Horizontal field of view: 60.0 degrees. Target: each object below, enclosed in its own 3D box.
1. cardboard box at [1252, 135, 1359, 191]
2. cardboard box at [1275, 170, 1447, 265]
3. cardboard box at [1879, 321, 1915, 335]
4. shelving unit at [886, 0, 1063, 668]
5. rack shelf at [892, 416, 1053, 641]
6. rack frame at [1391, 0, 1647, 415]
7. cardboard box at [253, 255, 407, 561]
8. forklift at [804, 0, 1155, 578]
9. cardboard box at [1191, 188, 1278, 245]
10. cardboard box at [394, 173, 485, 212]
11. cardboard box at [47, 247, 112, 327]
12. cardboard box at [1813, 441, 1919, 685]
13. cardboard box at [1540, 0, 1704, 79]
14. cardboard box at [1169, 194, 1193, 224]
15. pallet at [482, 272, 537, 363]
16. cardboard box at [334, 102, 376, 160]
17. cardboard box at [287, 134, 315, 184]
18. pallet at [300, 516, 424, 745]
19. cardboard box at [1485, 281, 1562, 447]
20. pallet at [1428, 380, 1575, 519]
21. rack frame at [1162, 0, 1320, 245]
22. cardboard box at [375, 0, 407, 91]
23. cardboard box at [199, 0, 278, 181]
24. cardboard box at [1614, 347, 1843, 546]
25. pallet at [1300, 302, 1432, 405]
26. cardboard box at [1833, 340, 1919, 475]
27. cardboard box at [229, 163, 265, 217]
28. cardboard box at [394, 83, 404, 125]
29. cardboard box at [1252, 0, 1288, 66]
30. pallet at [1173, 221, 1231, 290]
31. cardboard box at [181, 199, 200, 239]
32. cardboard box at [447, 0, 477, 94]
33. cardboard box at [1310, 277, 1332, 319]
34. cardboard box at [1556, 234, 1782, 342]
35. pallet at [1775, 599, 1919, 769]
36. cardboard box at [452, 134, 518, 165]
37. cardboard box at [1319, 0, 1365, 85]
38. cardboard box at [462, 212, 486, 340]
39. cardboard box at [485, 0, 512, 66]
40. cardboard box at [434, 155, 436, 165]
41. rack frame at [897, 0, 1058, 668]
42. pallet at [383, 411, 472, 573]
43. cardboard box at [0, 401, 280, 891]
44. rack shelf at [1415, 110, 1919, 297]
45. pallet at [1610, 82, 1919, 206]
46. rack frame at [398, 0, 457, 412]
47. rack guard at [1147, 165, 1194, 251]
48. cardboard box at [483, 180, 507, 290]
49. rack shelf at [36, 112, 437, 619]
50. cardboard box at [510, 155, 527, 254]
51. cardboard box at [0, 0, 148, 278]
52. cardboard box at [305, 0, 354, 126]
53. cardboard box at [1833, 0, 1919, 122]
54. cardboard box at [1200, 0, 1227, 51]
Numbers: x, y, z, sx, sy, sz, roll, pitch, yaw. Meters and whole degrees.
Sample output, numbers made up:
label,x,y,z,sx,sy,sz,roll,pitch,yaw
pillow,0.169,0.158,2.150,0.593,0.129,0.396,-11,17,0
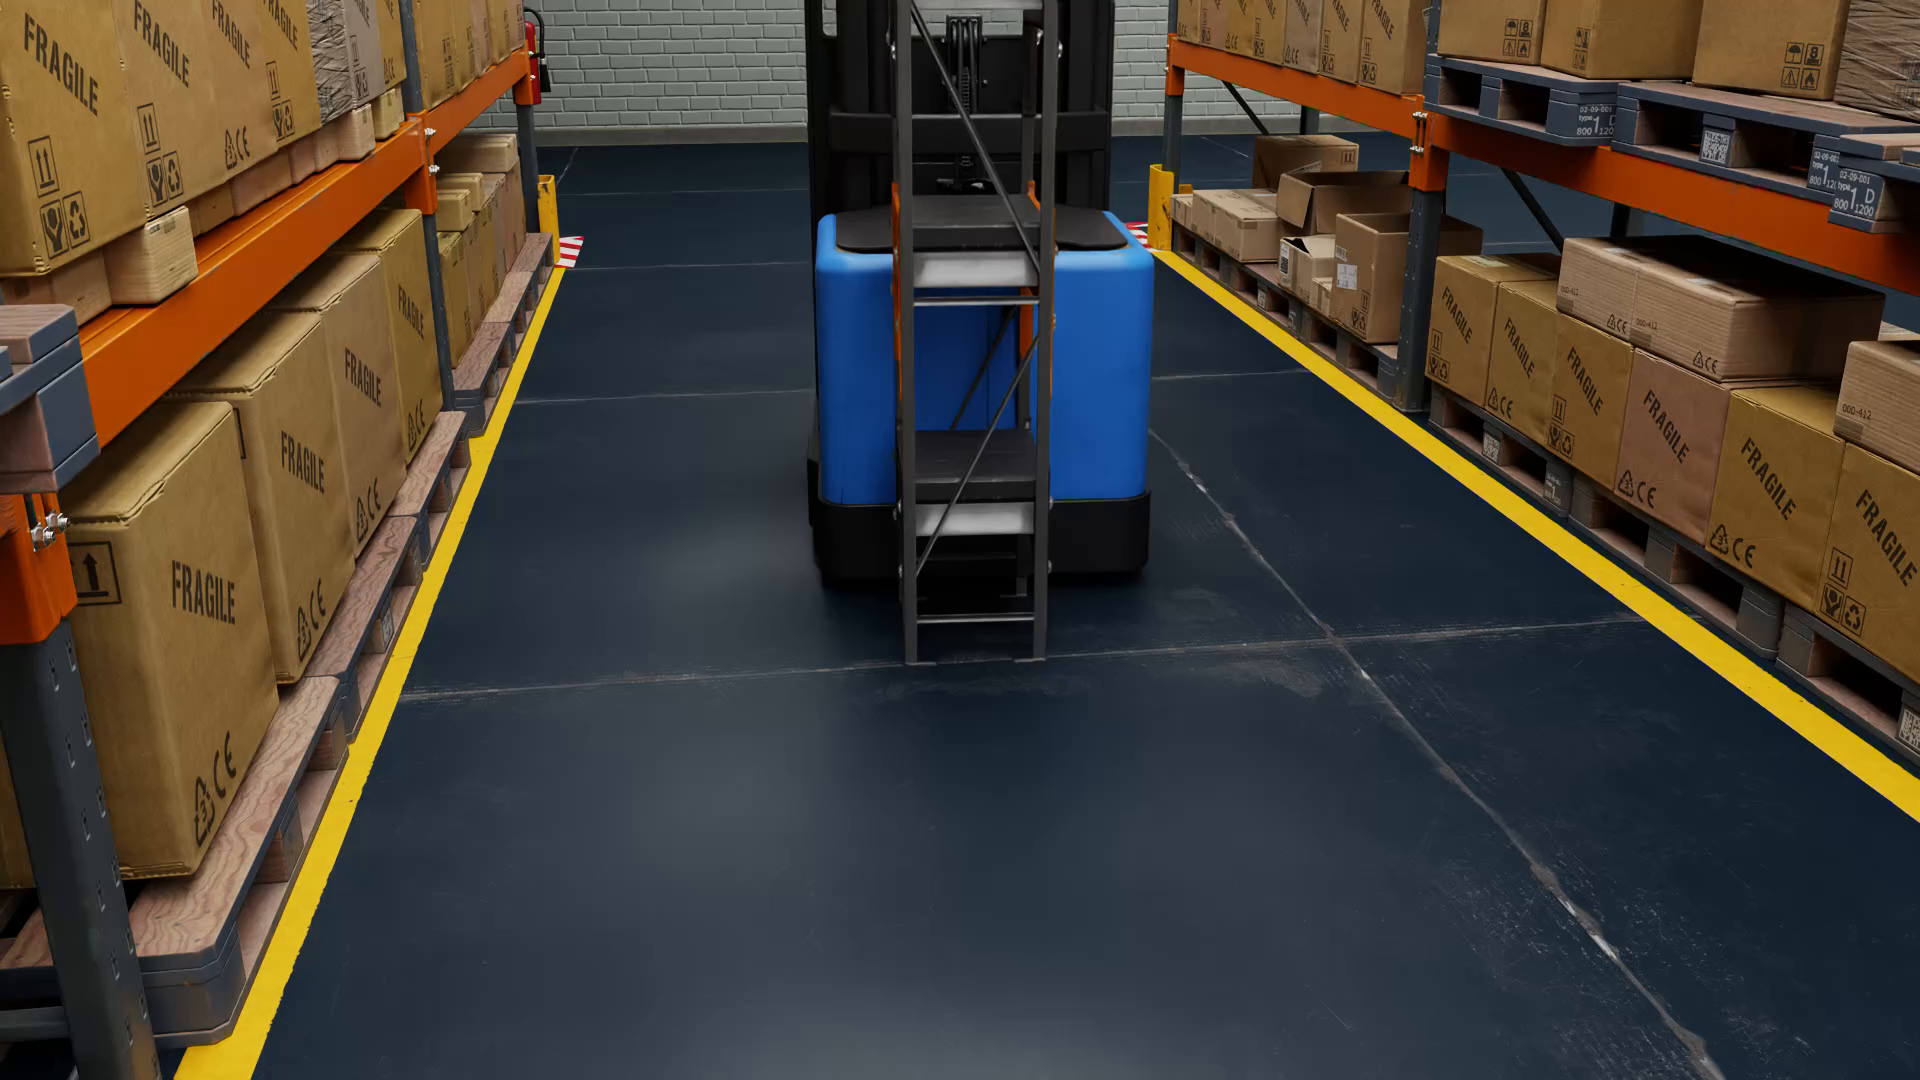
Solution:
label,x,y,z,sx,sy,sz,roll,pitch,yaw
cardboard box,2.137,-2.236,10.358,0.500,0.500,0.500,-3,21,-8
cardboard box,2.116,-1.678,8.861,0.797,0.503,0.637,-3,21,-8
cardboard box,2.881,-0.525,5.778,0.500,0.500,0.500,-3,21,-7
shelving unit,0.027,-0.711,4.620,0.431,2.100,0.503,-1,21,-4
rack shelf,0.027,-0.043,4.870,0.431,0.518,0.480,-1,21,-4
rack frame,2.392,-1.991,6.761,1.000,3.000,0.127,-3,21,-8
cardboard box,-2.156,-0.404,4.982,0.750,0.750,0.750,-2,21,-6
forklift,-0.019,-1.724,6.143,1.130,2.935,3.031,-1,21,-4
cardboard box,1.685,-1.919,9.867,0.500,0.250,0.500,-3,21,-8
cardboard box,-2.460,-1.642,7.872,0.380,0.149,0.250,-4,21,-9
cardboard box,-1.779,-0.460,2.992,0.380,0.149,0.250,-3,21,-7
cardboard box,2.601,0.047,4.248,0.500,0.500,0.500,-2,21,-6
cardboard box,2.401,-1.825,5.571,0.700,0.500,0.500,0,20,1
cardboard box,1.536,-2.085,10.456,0.380,0.149,0.250,-3,21,-8
pallet,-2.721,-1.124,8.425,1.003,0.211,1.213,-3,21,-8
cardboard box,-2.032,-1.262,5.140,0.380,0.149,0.250,-3,21,-8
cardboard box,-2.041,-1.087,4.670,0.380,0.149,0.250,-3,21,-9
pallet,-2.145,0.253,4.738,1.003,0.211,1.213,-3,21,-8
cardboard box,2.308,-0.663,6.147,0.500,0.500,0.500,-3,21,-7
pallet,2.547,-0.405,6.500,1.003,0.211,1.213,-3,21,-8
rack frame,1.815,-3.376,10.469,1.000,3.000,0.127,-3,21,-8
cardboard box,-2.194,-1.789,5.621,0.500,0.500,0.500,-3,21,-9
cardboard box,-1.886,-1.086,3.739,0.500,0.500,0.500,-3,21,-8
cardboard box,2.445,-0.314,5.214,0.500,0.500,0.500,-4,21,-10
pallet,2.294,-0.923,7.885,1.003,0.211,1.213,-3,21,-8
cardboard box,2.589,-0.324,4.169,0.500,0.250,0.500,-2,21,-6
cardboard box,-1.983,-0.903,4.178,0.380,0.149,0.250,-3,21,-7
cardboard box,-2.181,-1.529,5.854,0.380,0.149,0.250,-3,21,-7
cardboard box,1.838,-2.731,8.597,0.500,0.500,0.500,-3,21,-7
pallet,1.942,-1.767,10.147,1.003,0.211,1.213,-3,21,-8
cardboard box,-1.938,-0.727,3.706,0.380,0.149,0.250,-2,21,-7
cardboard box,-2.671,-2.322,7.218,0.980,0.700,0.700,-3,21,-9
cardboard box,1.916,-1.172,8.012,0.380,0.149,0.250,-3,21,-8
cardboard box,2.365,-0.852,5.581,0.500,0.250,0.500,-3,21,-8
pallet,2.898,0.440,4.238,1.003,0.211,1.213,-3,21,-8
cardboard box,-2.687,-2.182,9.317,0.380,0.149,0.250,-3,21,-8
cardboard box,1.990,-2.377,7.650,0.500,0.500,0.500,-2,21,-6
cardboard box,-2.585,-1.204,7.625,0.700,0.500,0.500,-3,21,-8
cardboard box,-2.887,-2.838,8.599,0.980,0.700,0.700,-3,21,-8
cardboard box,-3.028,-2.075,9.031,0.380,0.149,0.250,-3,21,-8
rack frame,0.044,-0.626,4.392,0.400,2.100,0.015,-1,21,-4
pallet,-2.324,-0.171,5.871,1.003,0.211,1.213,-3,21,-8
cardboard box,-1.909,0.194,3.382,0.750,0.750,0.750,-3,21,-8
rack shelf,2.680,-0.962,5.032,1.077,0.370,4.000,-3,21,-8
pallet,2.684,-1.190,4.888,1.003,0.211,1.213,-3,21,-8
rack frame,-2.509,-1.740,6.088,1.000,3.000,0.127,-3,21,-8
rack guard,1.826,-2.179,10.836,1.175,0.500,0.348,-3,21,-8
cardboard box,-2.741,-1.566,8.595,0.700,0.500,0.500,-4,21,-10
rack shelf,-2.221,-0.711,4.360,1.077,0.370,4.000,-3,21,-8
cardboard box,-2.886,-1.914,9.525,0.700,0.500,0.500,-3,21,-8
cardboard box,-1.750,-0.732,2.792,0.500,0.500,0.500,-2,21,-6
cardboard box,-2.046,-1.438,4.683,0.500,0.500,0.500,-3,21,-8
cardboard box,2.823,-1.389,4.404,0.700,0.500,0.500,1,20,2
cardboard box,1.698,-3.078,9.527,0.500,0.500,0.500,-3,21,-8
